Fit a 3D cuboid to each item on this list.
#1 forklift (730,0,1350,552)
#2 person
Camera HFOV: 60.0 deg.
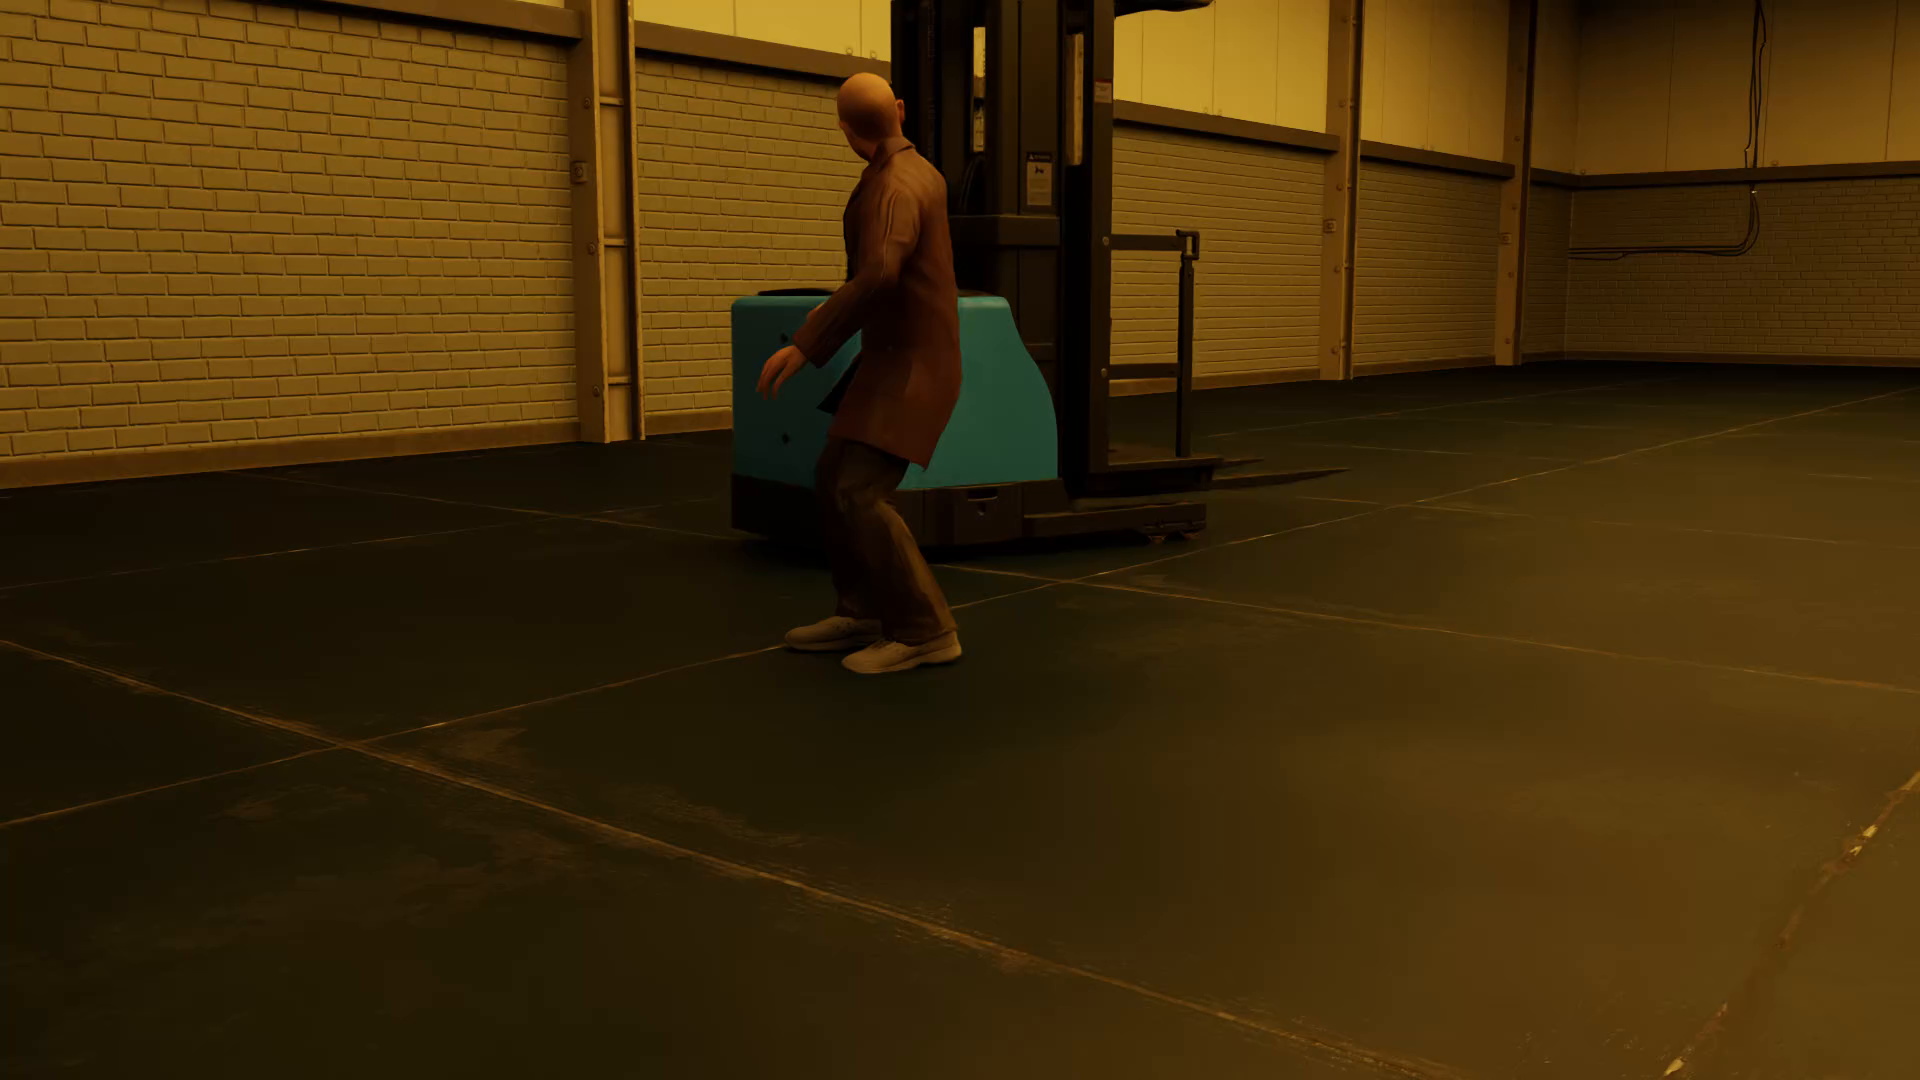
[{"bbox_3d":[0.503,-1.502,7.545,3.031,2.935,1.130,-6,10,-34],"label":"forklift"},{"bbox_3d":[-0.280,-0.478,4.888,0.576,1.723,0.830,0,8,-1],"label":"person"}]
